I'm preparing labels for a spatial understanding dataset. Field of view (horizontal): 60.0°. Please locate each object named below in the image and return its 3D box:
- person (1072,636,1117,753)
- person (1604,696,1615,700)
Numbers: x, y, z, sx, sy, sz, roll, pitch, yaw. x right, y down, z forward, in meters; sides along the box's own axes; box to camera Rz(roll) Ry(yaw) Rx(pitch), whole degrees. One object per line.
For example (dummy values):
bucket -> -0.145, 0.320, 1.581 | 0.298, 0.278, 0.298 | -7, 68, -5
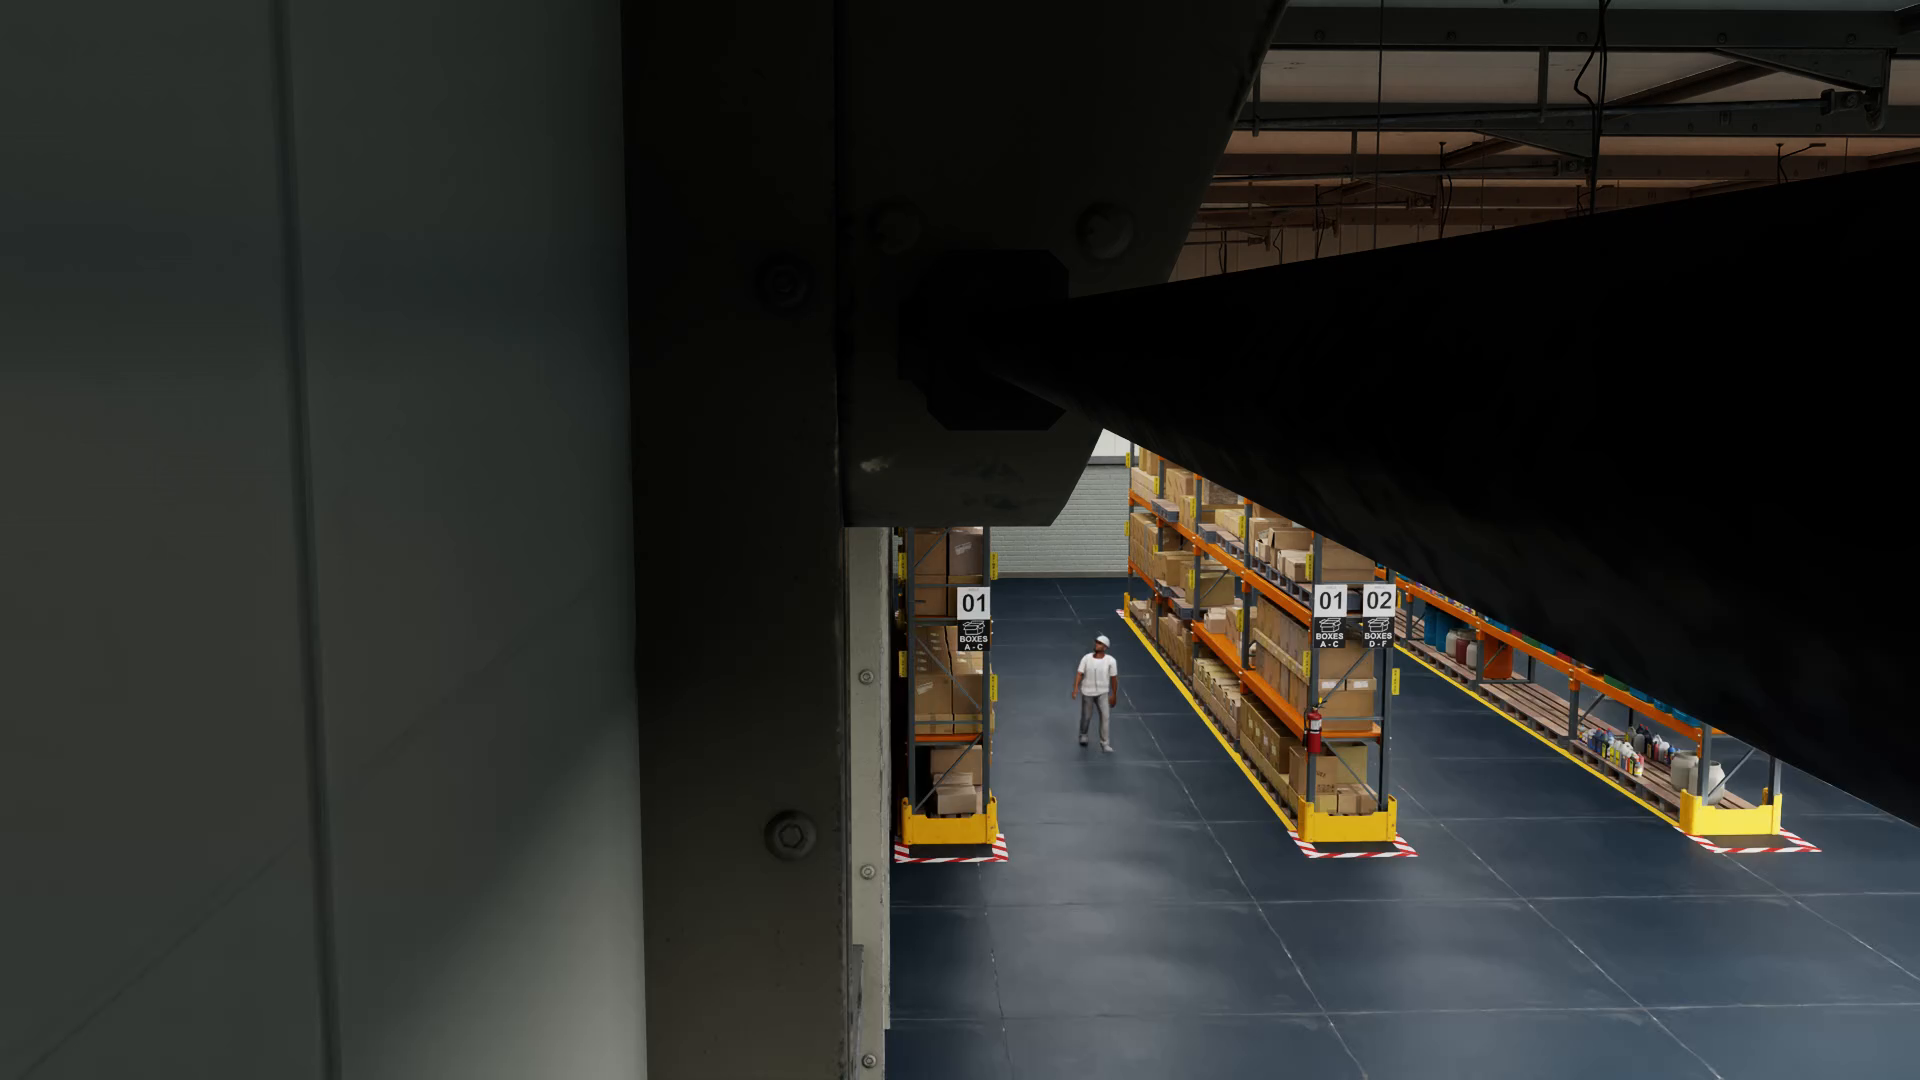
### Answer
person -> 2.019, 2.305, 24.904 | 0.715, 1.698, 1.002 | -1, 7, -9
person -> 11.188, 1.871, 28.344 | 0.480, 1.684, 0.473 | -1, 7, -5
